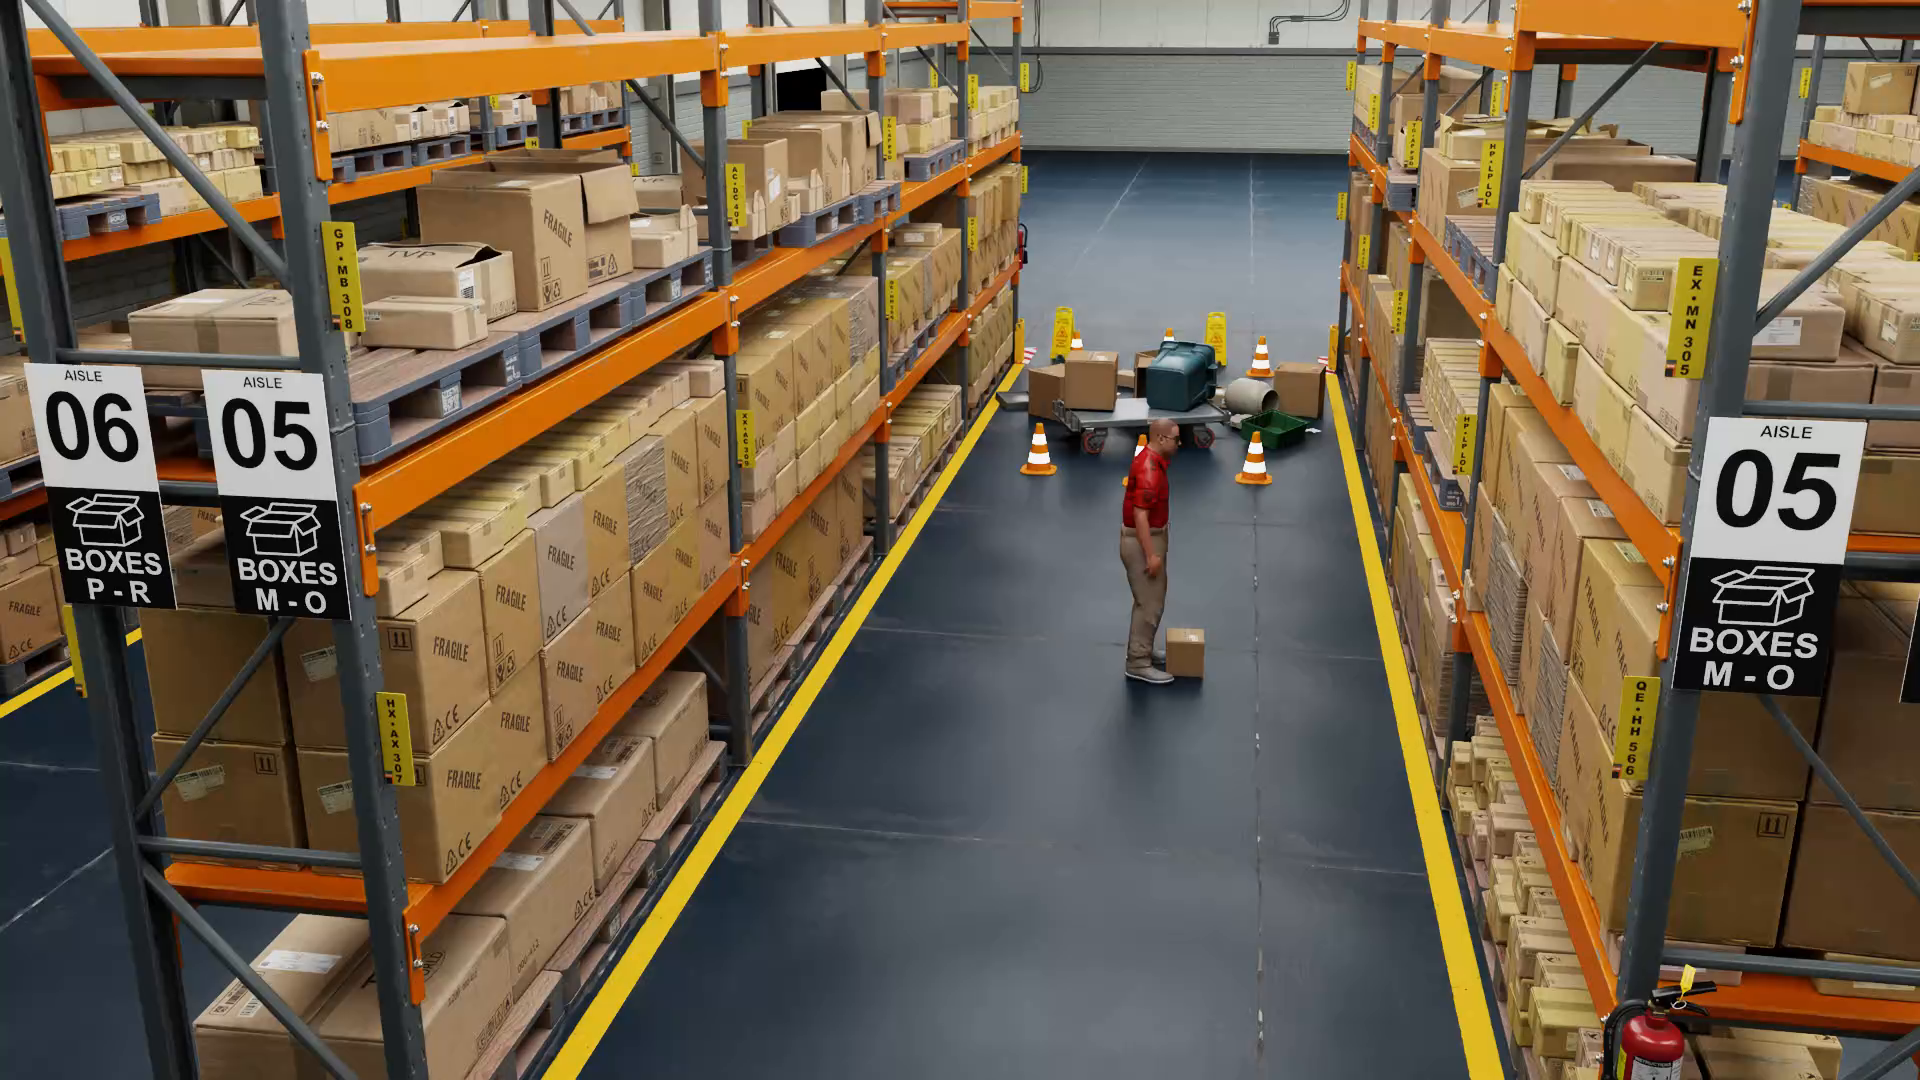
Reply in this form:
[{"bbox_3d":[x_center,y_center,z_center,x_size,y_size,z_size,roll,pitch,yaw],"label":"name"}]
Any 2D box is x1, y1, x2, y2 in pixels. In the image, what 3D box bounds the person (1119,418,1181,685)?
[{"bbox_3d":[1.253,0.043,10.942,0.395,1.727,0.586,3,18,9],"label":"person"}]
